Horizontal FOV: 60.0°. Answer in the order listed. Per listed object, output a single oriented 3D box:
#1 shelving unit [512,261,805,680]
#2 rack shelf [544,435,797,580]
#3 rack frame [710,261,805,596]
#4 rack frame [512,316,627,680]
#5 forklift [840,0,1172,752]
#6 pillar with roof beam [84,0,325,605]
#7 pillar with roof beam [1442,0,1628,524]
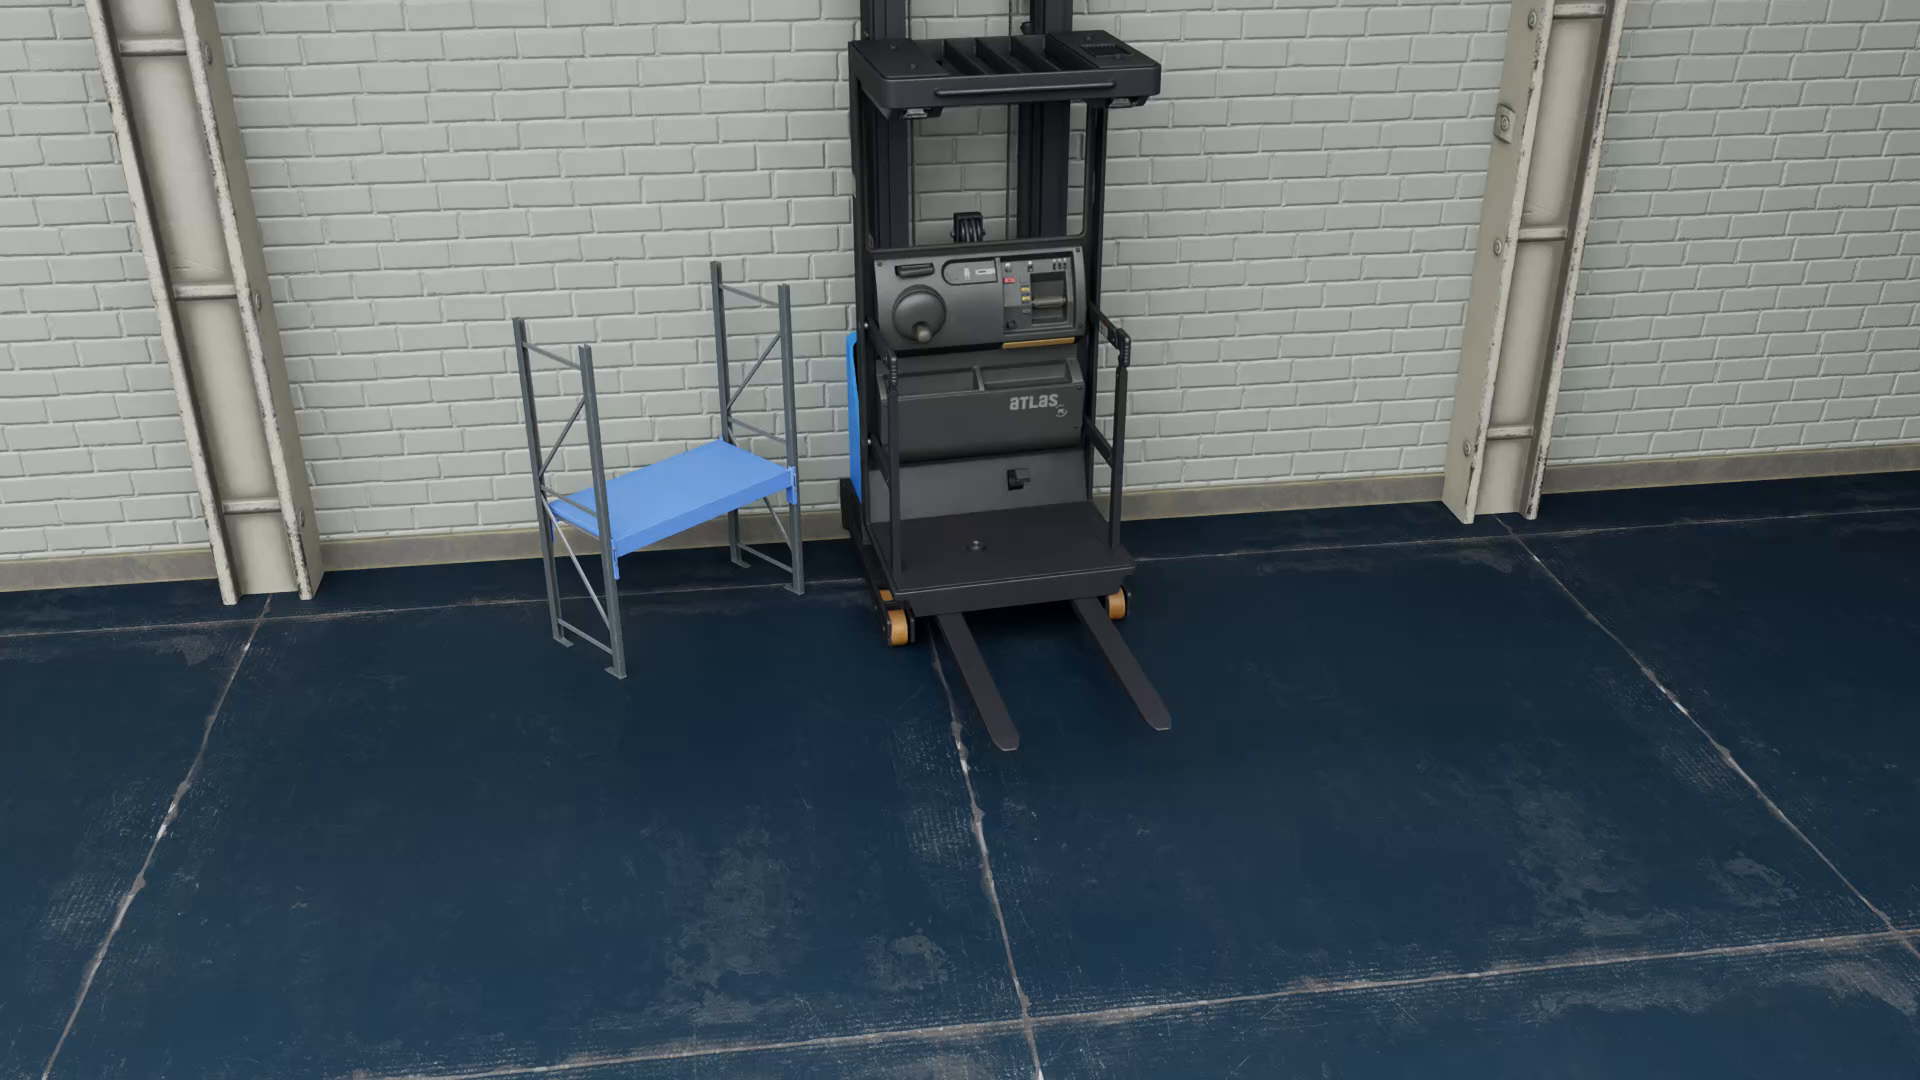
[{"bbox_3d":[-1.267,-0.323,7.236,0.538,1.500,1.048,23,35,38],"label":"shelving unit"},{"bbox_3d":[-1.267,-0.163,7.318,0.538,0.185,1.000,23,35,38],"label":"rack shelf"},{"bbox_3d":[-0.917,-0.491,7.564,0.500,1.500,0.032,23,35,38],"label":"rack frame"},{"bbox_3d":[-1.616,-0.154,6.908,0.500,1.500,0.032,23,35,38],"label":"rack frame"},{"bbox_3d":[0.142,-1.025,7.036,1.130,2.935,3.031,-6,28,-12],"label":"forklift"},{"bbox_3d":[-2.622,-1.841,1.981,0.400,9.000,9.100,-4,27,-7],"label":"pillar with roof beam"},{"bbox_3d":[3.320,-2.223,2.724,0.400,9.000,9.100,-4,27,-7],"label":"pillar with roof beam"}]
